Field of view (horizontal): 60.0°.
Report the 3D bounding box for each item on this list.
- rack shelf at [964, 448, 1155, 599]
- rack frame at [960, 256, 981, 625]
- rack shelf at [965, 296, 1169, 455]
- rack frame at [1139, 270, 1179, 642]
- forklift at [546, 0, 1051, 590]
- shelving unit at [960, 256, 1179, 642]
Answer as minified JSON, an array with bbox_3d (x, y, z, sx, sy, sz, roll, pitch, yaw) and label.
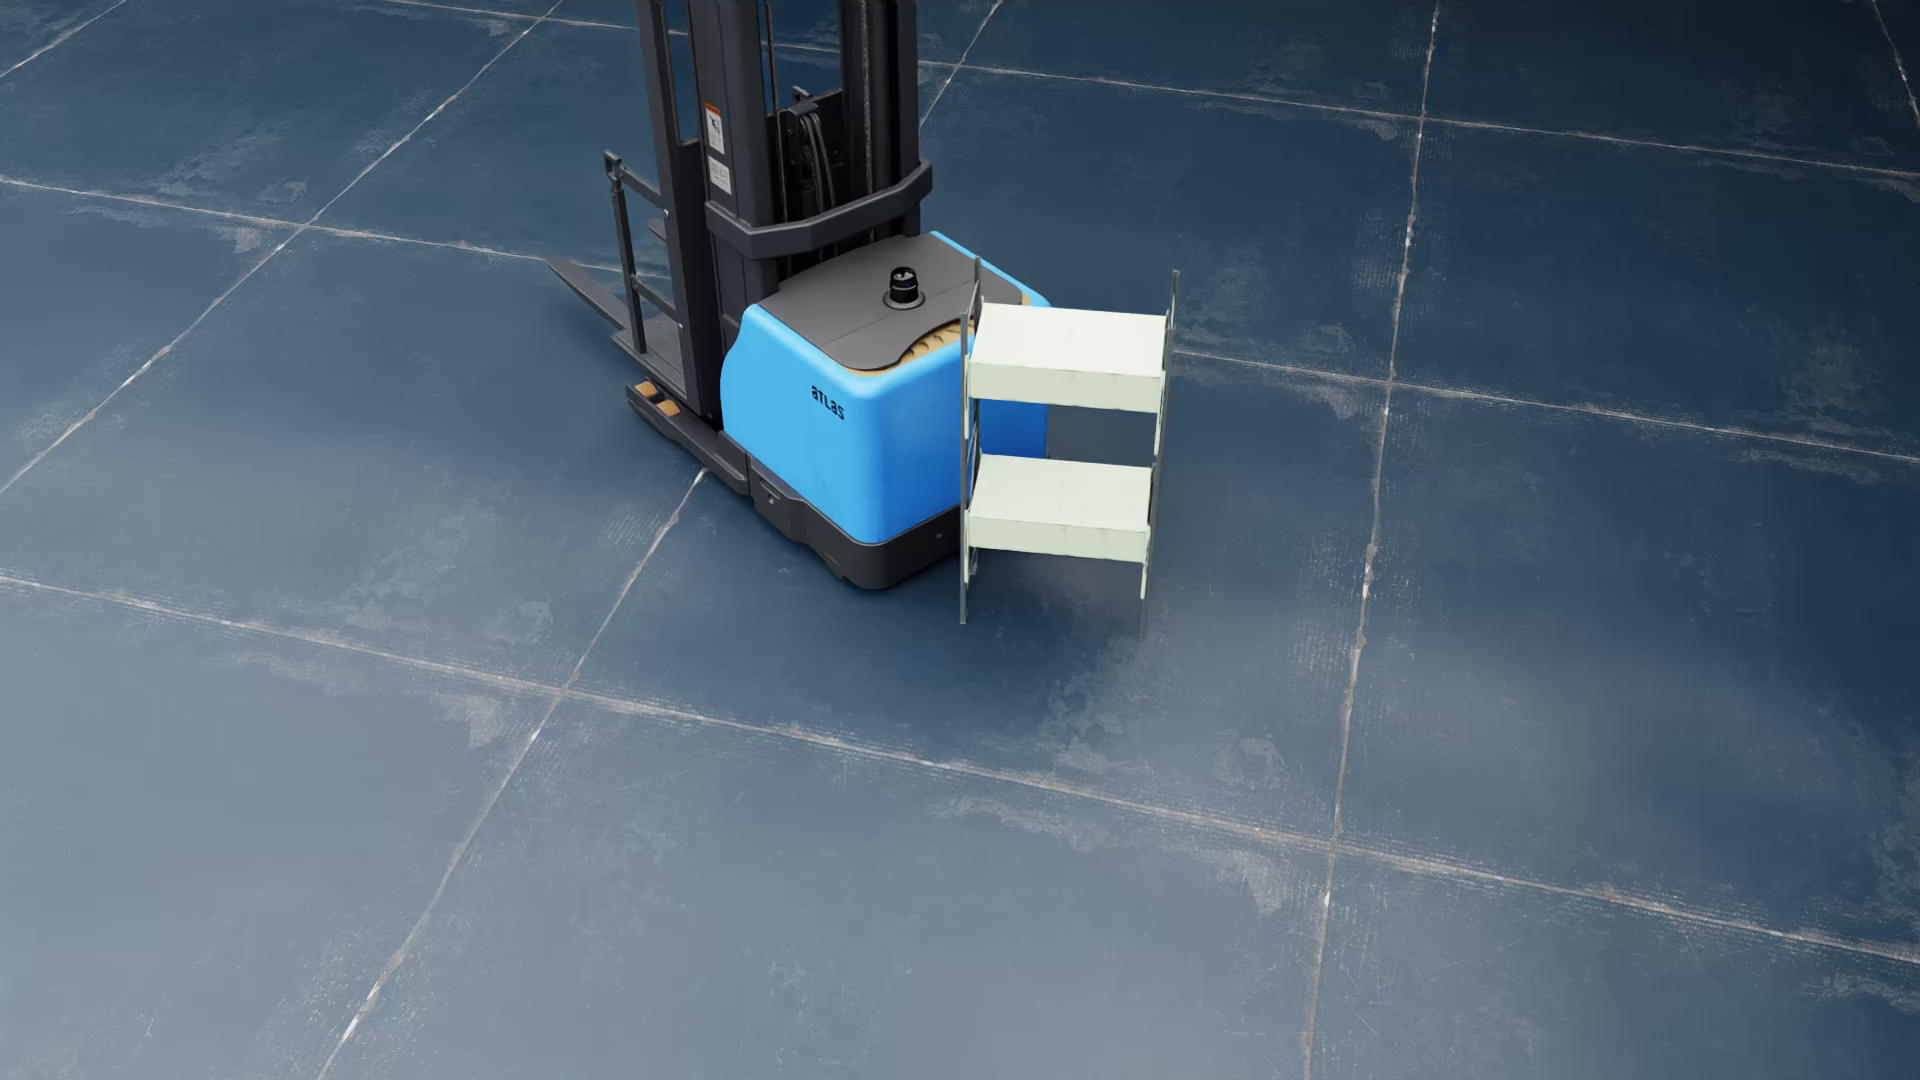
[{"bbox_3d":[0.402,-0.070,6.674,0.720,0.370,0.431,5,40,6],"label":"rack shelf"},{"bbox_3d":[0.040,-0.352,6.503,0.023,1.500,0.400,5,40,6],"label":"rack frame"},{"bbox_3d":[0.402,-0.618,6.213,0.720,0.370,0.431,5,40,6],"label":"rack shelf"},{"bbox_3d":[0.765,-0.287,6.425,0.023,1.500,0.400,5,40,6],"label":"rack frame"},{"bbox_3d":[-0.934,-1.798,7.112,1.130,2.935,3.031,-28,47,-29],"label":"forklift"},{"bbox_3d":[0.402,-0.320,6.464,0.755,1.500,0.431,5,40,6],"label":"shelving unit"}]
